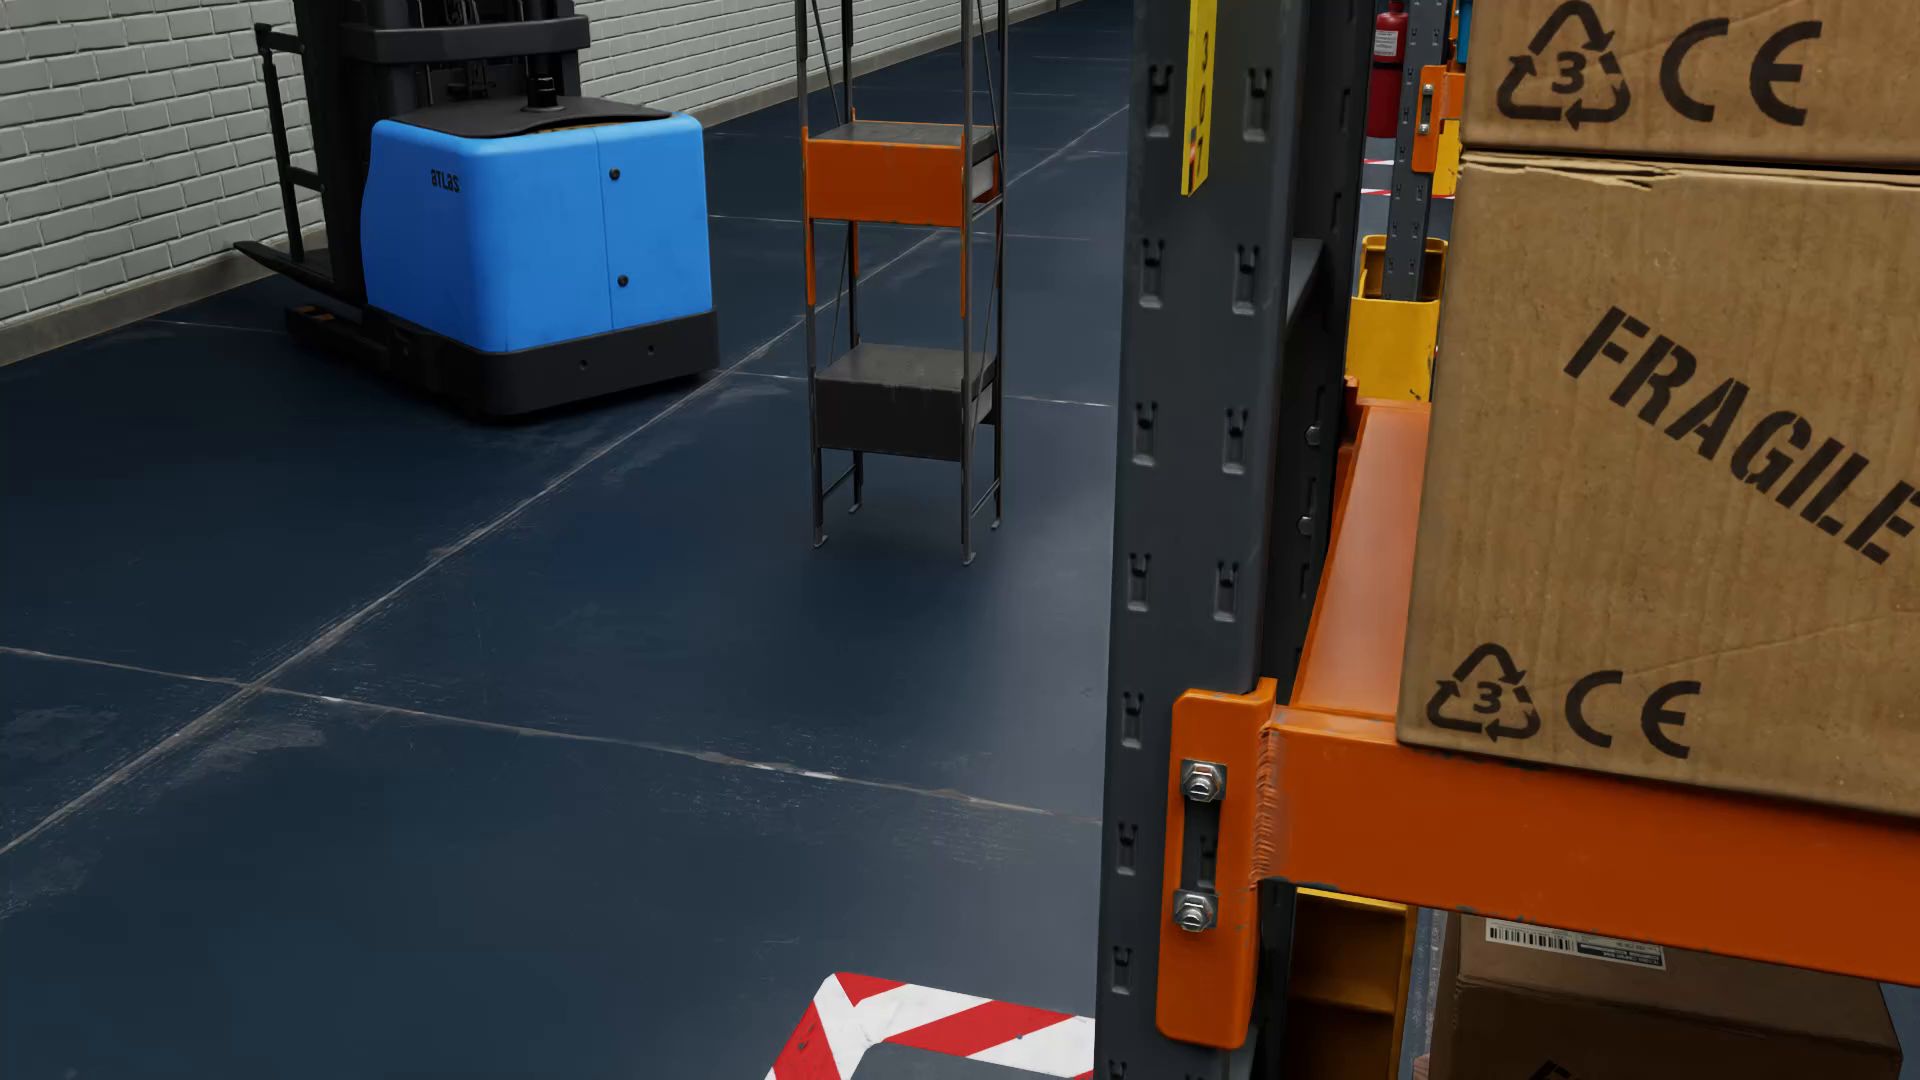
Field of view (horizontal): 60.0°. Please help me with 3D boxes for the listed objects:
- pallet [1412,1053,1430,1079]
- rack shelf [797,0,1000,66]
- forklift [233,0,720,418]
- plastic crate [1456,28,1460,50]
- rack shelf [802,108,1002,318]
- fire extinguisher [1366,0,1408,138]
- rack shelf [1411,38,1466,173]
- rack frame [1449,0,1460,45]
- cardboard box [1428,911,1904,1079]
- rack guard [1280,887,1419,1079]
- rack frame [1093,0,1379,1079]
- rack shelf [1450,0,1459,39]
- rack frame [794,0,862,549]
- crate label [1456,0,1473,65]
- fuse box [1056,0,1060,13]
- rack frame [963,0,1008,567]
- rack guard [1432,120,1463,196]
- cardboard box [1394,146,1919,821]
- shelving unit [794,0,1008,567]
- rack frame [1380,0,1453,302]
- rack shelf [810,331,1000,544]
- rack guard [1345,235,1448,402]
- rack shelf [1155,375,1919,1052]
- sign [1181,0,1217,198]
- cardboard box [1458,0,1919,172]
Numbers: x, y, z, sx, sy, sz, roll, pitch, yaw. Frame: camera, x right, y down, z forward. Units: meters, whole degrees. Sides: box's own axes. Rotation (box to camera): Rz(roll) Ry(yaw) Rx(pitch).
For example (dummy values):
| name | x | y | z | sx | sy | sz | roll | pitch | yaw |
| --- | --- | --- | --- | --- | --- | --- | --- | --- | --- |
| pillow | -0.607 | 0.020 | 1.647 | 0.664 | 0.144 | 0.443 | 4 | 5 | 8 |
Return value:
| name | x | y | z | sx | sy | sz | roll | pitch | yaw |
| --- | --- | --- | --- | --- | --- | --- | --- | --- | --- |
| pallet | 1.171 | 1.171 | 2.137 | 1.213 | 0.211 | 1.003 | 7 | 23 | 16 |
| rack shelf | -0.158 | -1.625 | 4.655 | 0.480 | 0.518 | 0.431 | 7 | 23 | 16 |
| forklift | -2.355 | -2.294 | 7.000 | 1.130 | 2.935 | 3.031 | -19 | 29 | -39 |
| plastic crate | 2.143 | -2.089 | 6.284 | 0.499 | 0.435 | 0.616 | 7 | 23 | 16 |
| rack shelf | -0.158 | -0.977 | 4.921 | 0.480 | 0.518 | 0.431 | 7 | 23 | 16 |
| fire extinguisher | 1.756 | -1.987 | 6.755 | 0.183 | 0.674 | 0.296 | 7 | 23 | 16 |
| rack shelf | 3.684 | -1.462 | 5.829 | 4.000 | 0.370 | 1.077 | 7 | 23 | 16 |
| rack frame | 3.200 | -3.813 | 10.614 | 0.127 | 3.000 | 1.000 | 7 | 23 | 16 |
| cardboard box | 0.926 | 0.709 | 2.304 | 0.500 | 0.500 | 0.500 | 7 | 23 | 16 |
| rack guard | 0.407 | 0.950 | 2.294 | 0.348 | 0.500 | 1.175 | 7 | 23 | 16 |
| rack frame | 0.334 | -0.213 | 1.837 | 0.053 | 2.616 | 0.949 | 7 | 23 | 16 |
| rack shelf | 5.114 | -3.261 | 10.216 | 4.000 | 0.370 | 1.077 | 7 | 23 | 16 |
| rack frame | -0.392 | -1.016 | 4.981 | 0.015 | 2.100 | 0.400 | 7 | 23 | 16 |
| crate label | 1.910 | -1.817 | 5.889 | 0.303 | 0.233 | 0.416 | 7 | 23 | 16 |
| fuse box | 1.404 | -8.175 | 22.944 | 0.414 | 1.711 | 0.539 | 7 | 23 | 16 |
| rack frame | 0.075 | -0.963 | 4.851 | 0.015 | 2.100 | 0.400 | 7 | 23 | 16 |
| rack guard | 3.177 | -2.659 | 11.095 | 0.348 | 0.500 | 1.175 | 7 | 23 | 16 |
| cardboard box | 0.683 | -0.116 | 1.469 | 0.500 | 0.500 | 0.500 | 7 | 23 | 17 |
| shelving unit | -0.158 | -0.990 | 4.916 | 0.503 | 2.100 | 0.431 | 7 | 23 | 16 |
| rack frame | 1.769 | -2.014 | 6.227 | 0.127 | 3.000 | 1.000 | 7 | 23 | 16 |
| rack shelf | -0.158 | -0.329 | 5.187 | 0.480 | 0.518 | 0.431 | 7 | 23 | 16 |
| rack guard | 1.742 | -0.855 | 6.696 | 0.348 | 0.500 | 1.175 | 7 | 23 | 16 |
| rack shelf | 2.249 | 0.338 | 1.442 | 4.000 | 0.370 | 1.077 | 7 | 23 | 16 |
| sign | 0.178 | -0.418 | 1.195 | 0.005 | 0.325 | 0.100 | 7 | 23 | 16 |
| cardboard box | 0.683 | -0.579 | 1.279 | 0.500 | 0.500 | 0.500 | 7 | 23 | 17 |
